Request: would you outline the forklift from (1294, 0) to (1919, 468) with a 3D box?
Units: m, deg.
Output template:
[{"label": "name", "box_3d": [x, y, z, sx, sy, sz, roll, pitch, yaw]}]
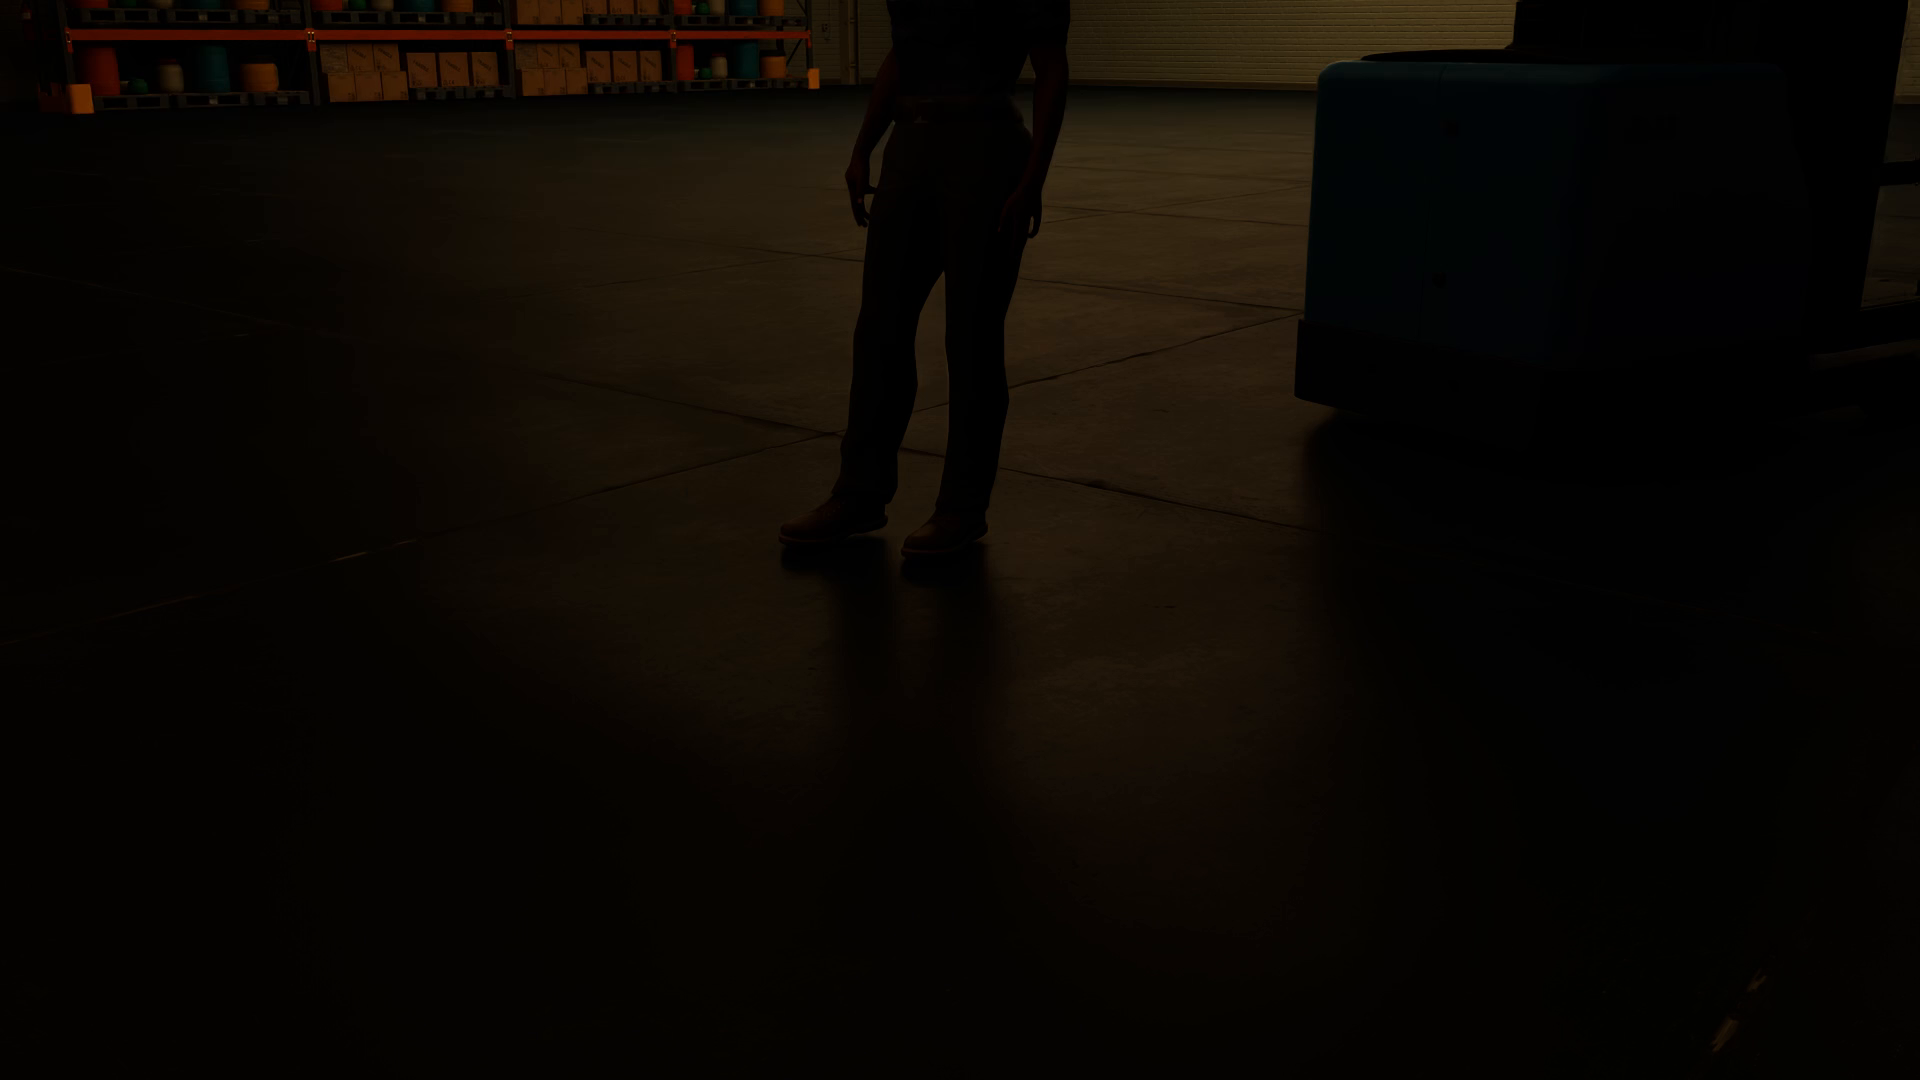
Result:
[{"label": "forklift", "box_3d": [2.552, -1.905, 5.171, 3.031, 2.935, 1.130, -11, 20, -32]}]

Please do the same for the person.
[{"label": "person", "box_3d": [-0.071, -0.782, 3.646, 0.570, 1.656, 0.503, 13, 21, 37]}]
